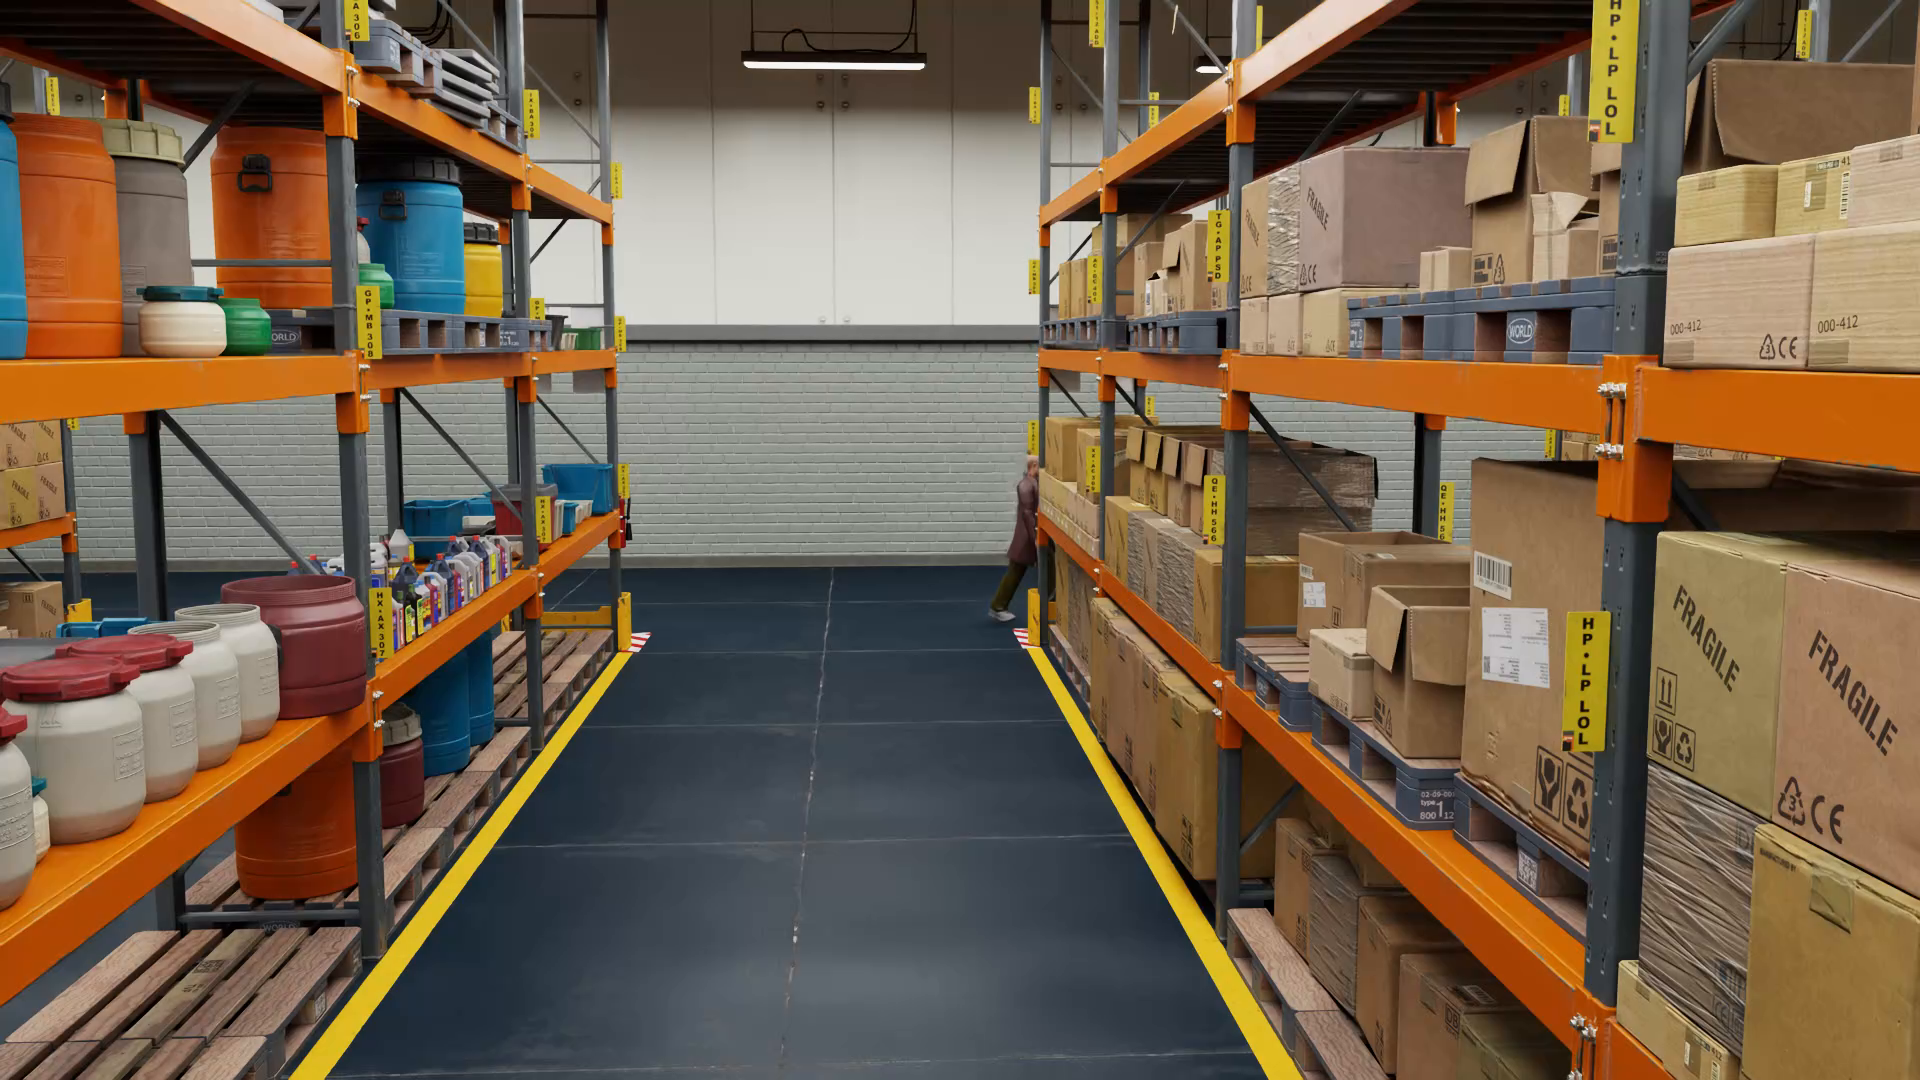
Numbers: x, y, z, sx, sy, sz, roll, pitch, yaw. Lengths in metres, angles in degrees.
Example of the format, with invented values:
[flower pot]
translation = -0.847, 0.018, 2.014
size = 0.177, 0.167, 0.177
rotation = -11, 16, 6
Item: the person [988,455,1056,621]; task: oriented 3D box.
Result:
[person]
translation = 0.781, -0.018, 16.897
size = 1.042, 1.740, 0.579
rotation = 3, 7, 25
